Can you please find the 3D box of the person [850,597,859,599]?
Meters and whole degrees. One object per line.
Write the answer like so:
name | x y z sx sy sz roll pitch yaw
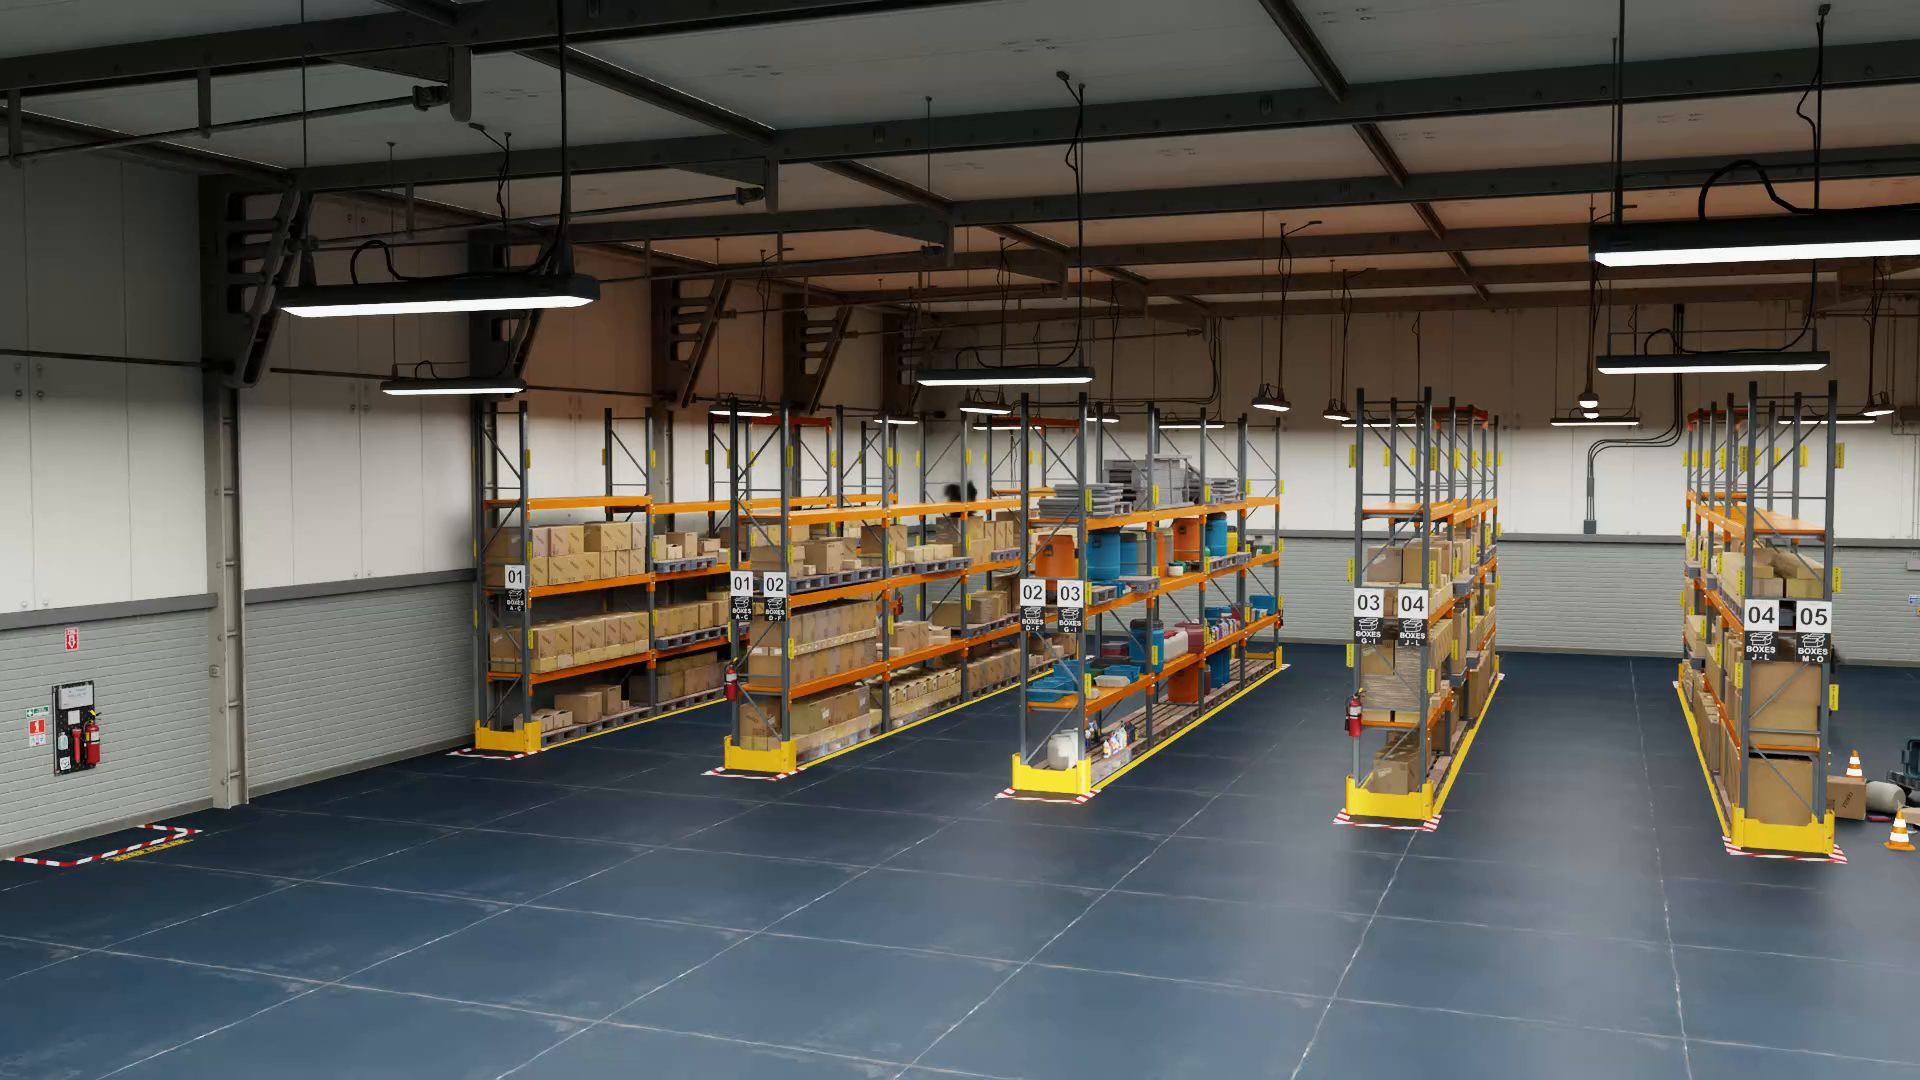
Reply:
person | -2.266 2.104 36.648 0.610 1.723 0.810 1 3 22

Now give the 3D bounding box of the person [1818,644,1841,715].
person | 16.499 2.609 31.795 0.628 1.727 1.127 1 3 20
